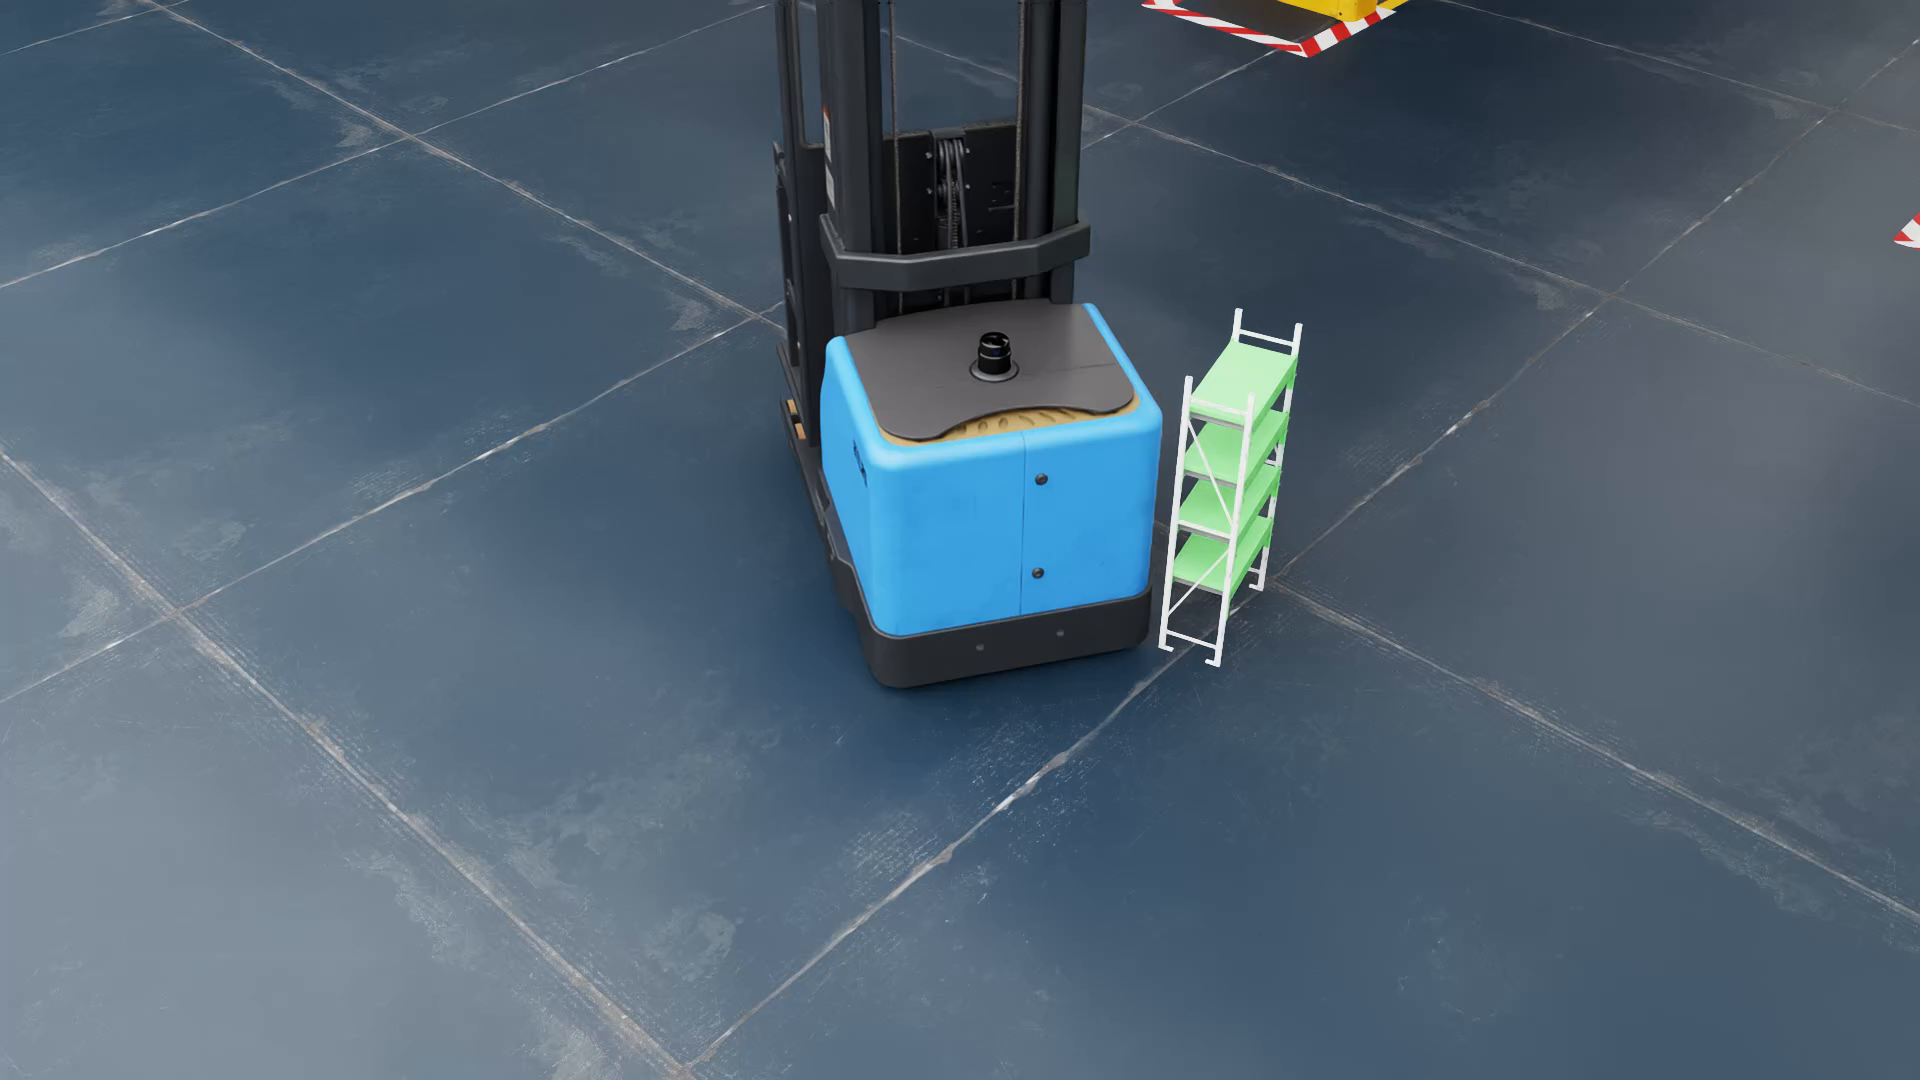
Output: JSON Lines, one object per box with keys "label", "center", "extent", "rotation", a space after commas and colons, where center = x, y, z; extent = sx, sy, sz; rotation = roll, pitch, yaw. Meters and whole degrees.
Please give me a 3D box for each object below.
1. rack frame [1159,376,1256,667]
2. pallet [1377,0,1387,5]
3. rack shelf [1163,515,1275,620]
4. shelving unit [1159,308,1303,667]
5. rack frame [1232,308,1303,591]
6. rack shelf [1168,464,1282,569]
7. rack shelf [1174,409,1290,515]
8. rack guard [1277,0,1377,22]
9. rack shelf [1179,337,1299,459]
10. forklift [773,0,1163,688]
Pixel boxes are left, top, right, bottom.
{"label": "rack frame", "center": [0.856, -0.037, 5.832], "extent": [0.240, 1.200, 0.015], "rotation": [18, 42, 21]}
{"label": "pallet", "center": [2.871, -4.205, 11.868], "extent": [1.003, 0.211, 1.213], "rotation": [30, 47, 32]}
{"label": "rack shelf", "center": [0.966, 0.066, 6.191], "extent": [0.258, 0.148, 0.480], "rotation": [18, 42, 21]}
{"label": "shelving unit", "center": [0.966, -0.172, 6.002], "extent": [0.258, 1.200, 0.503], "rotation": [18, 42, 21]}
{"label": "rack frame", "center": [1.077, -0.307, 6.172], "extent": [0.240, 1.200, 0.015], "rotation": [18, 42, 21]}
{"label": "rack shelf", "center": [0.966, -0.122, 6.042], "extent": [0.258, 0.148, 0.480], "rotation": [18, 42, 21]}
{"label": "rack shelf", "center": [0.966, -0.310, 5.893], "extent": [0.258, 0.148, 0.480], "rotation": [18, 42, 21]}
{"label": "rack guard", "center": [2.296, -3.959, 11.327], "extent": [1.175, 0.500, 0.348], "rotation": [30, 47, 32]}
{"label": "rack shelf", "center": [0.966, -0.498, 5.743], "extent": [0.258, 0.148, 0.480], "rotation": [18, 42, 21]}
{"label": "forklift", "center": [-0.163, -1.539, 6.330], "extent": [1.130, 2.935, 3.031], "rotation": [-9, 39, -11]}
